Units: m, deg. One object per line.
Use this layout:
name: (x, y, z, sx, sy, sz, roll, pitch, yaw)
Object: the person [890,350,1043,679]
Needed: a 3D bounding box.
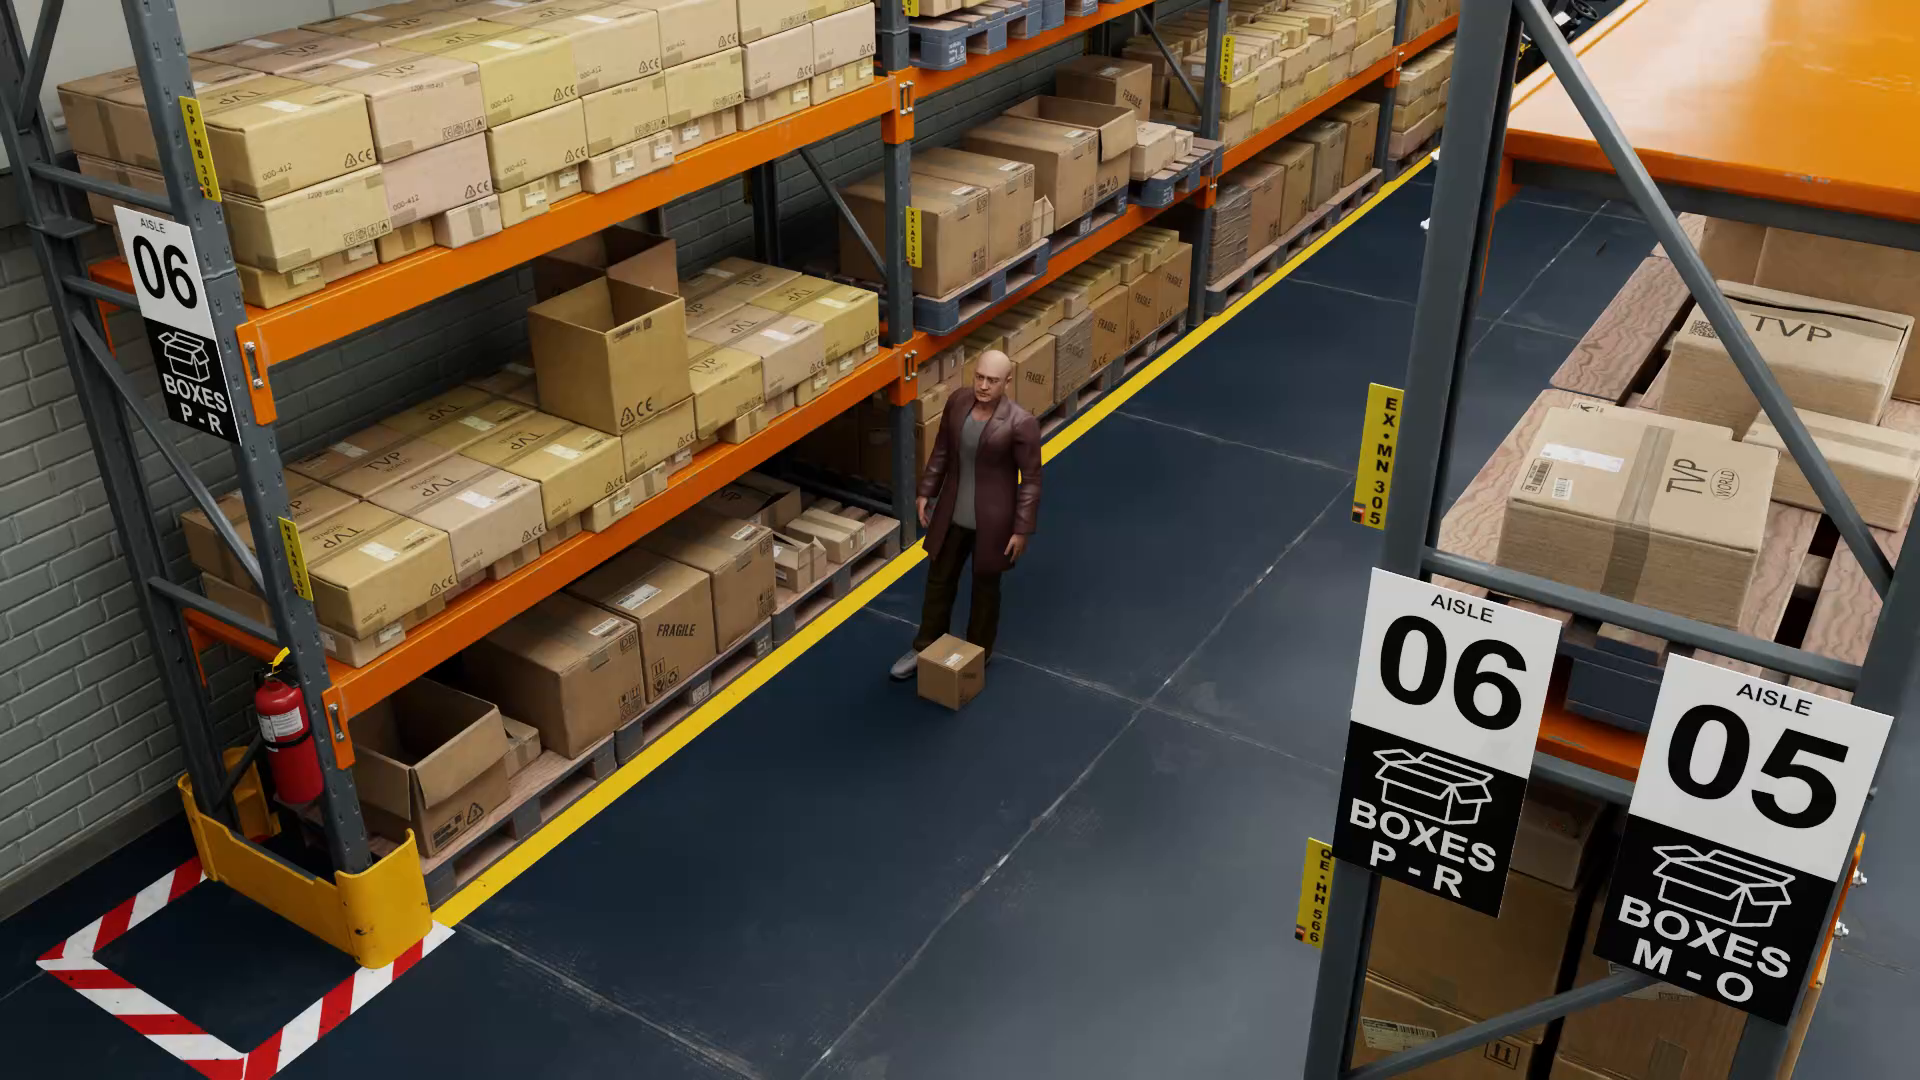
person: (0.037, -0.077, 8.321, 0.698, 1.778, 0.580, 18, 35, 28)
